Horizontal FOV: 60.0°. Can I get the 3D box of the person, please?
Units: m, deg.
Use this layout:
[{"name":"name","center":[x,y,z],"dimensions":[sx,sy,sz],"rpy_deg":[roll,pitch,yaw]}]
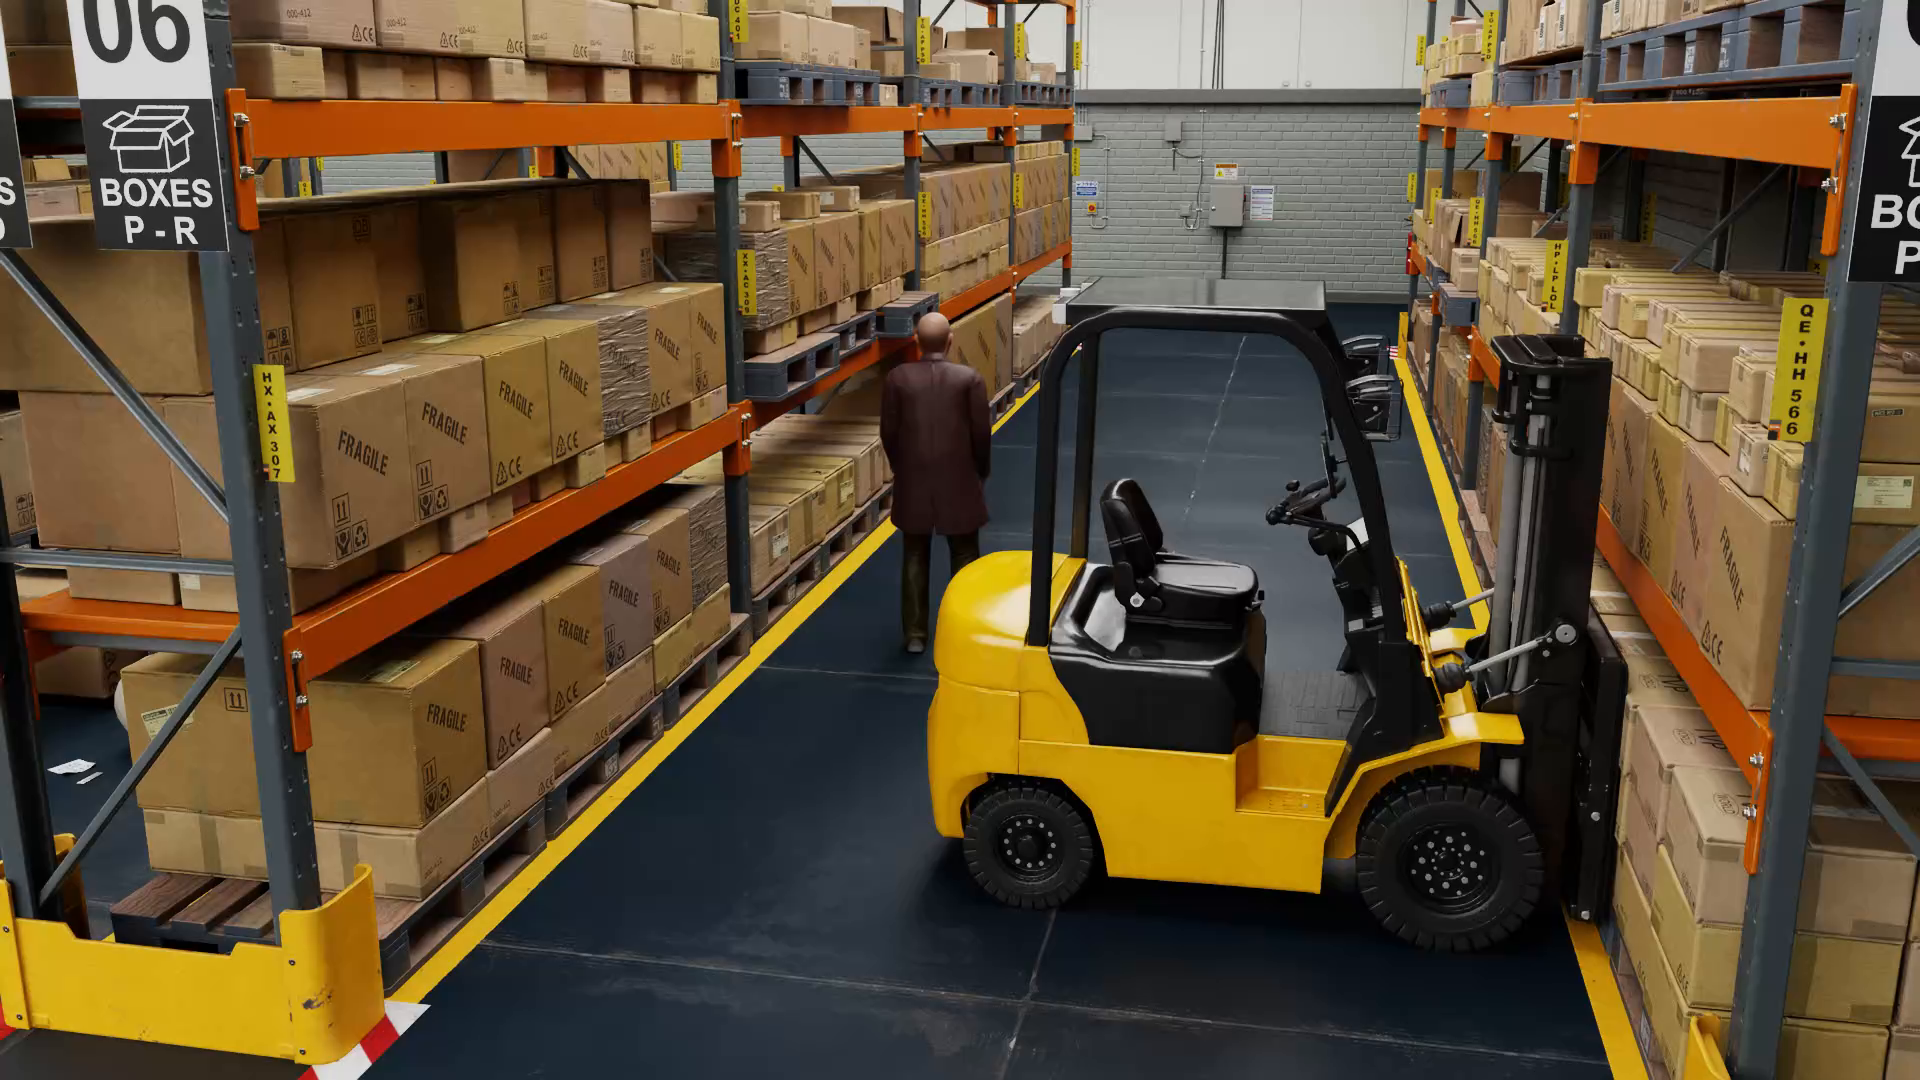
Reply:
[{"name":"person","center":[-0.117,-0.295,8.675],"dimensions":[0.583,1.780,0.424],"rpy_deg":[2,15,9]}]
